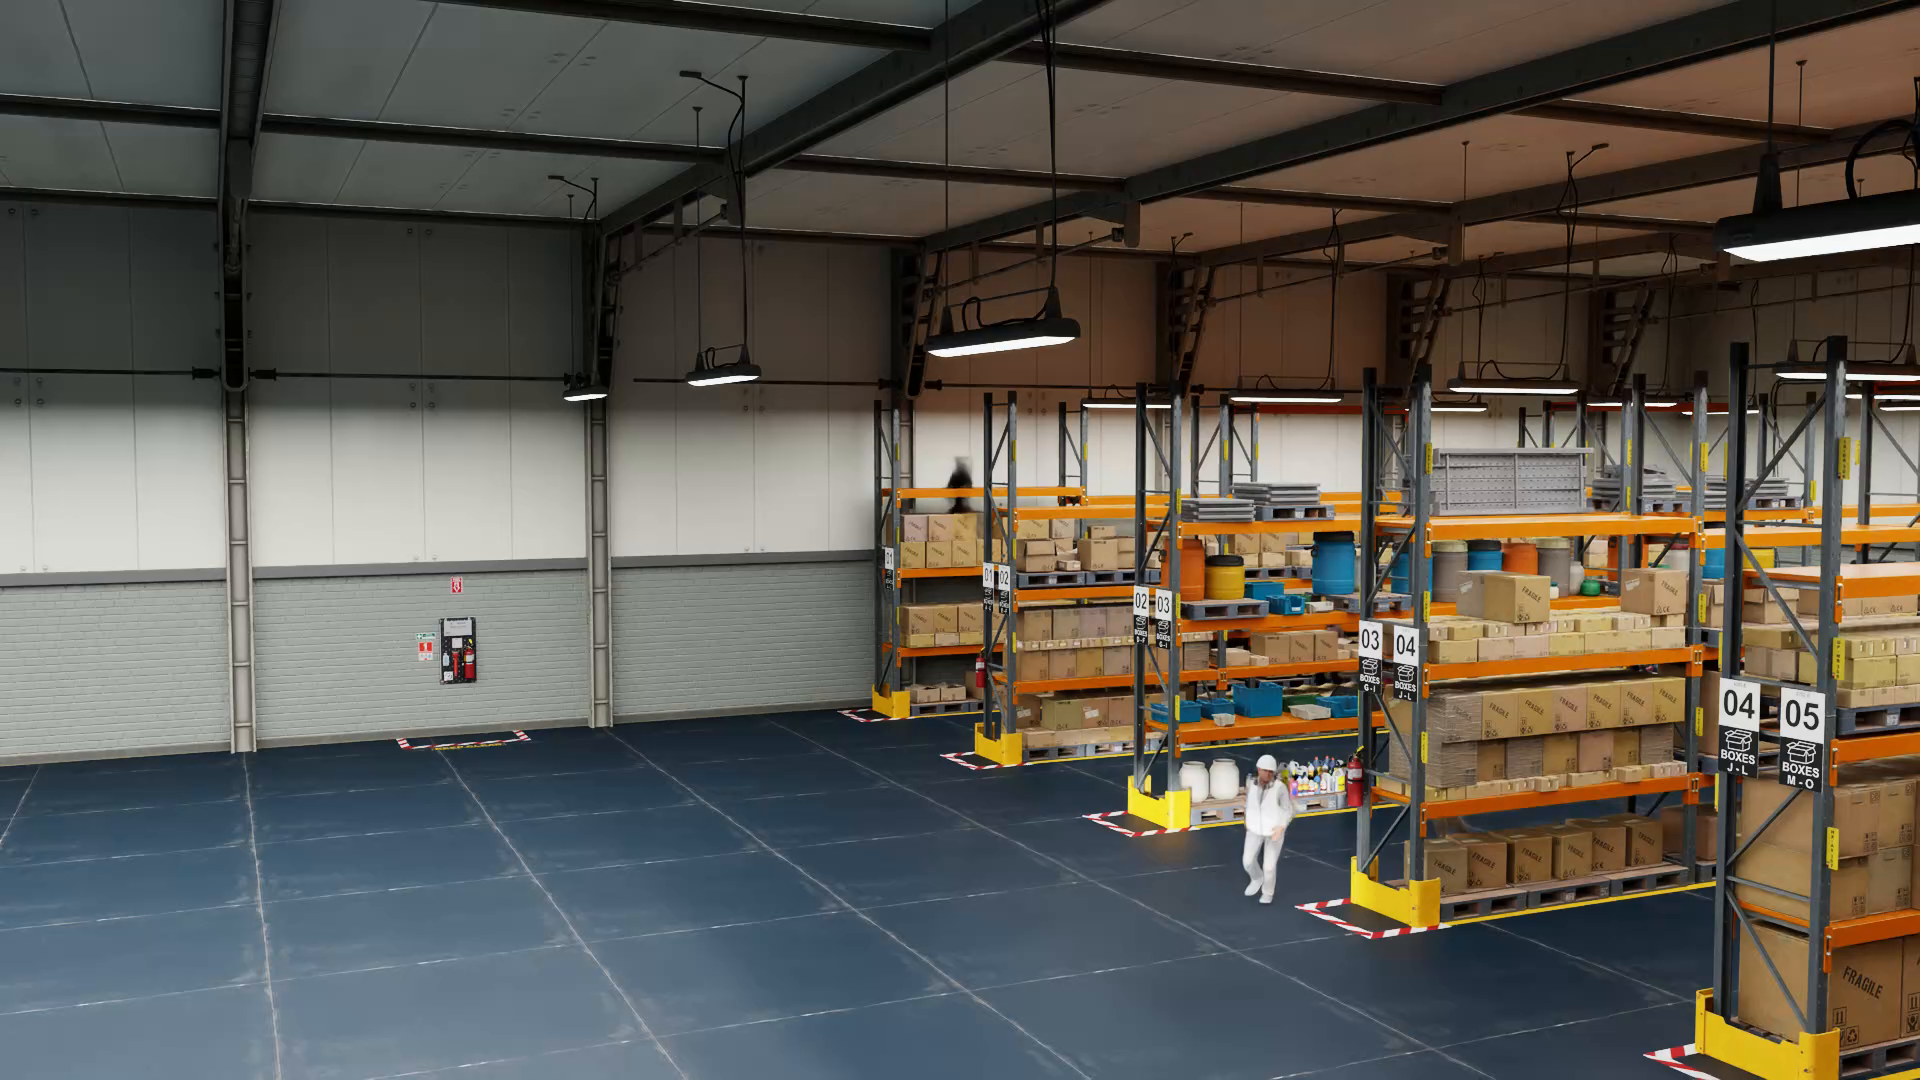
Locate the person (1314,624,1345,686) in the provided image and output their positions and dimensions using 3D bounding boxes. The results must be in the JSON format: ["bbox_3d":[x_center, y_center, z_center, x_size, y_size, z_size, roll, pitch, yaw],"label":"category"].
[{"bbox_3d":[7.397,2.440,33.340,0.743,1.593,0.669,-3,4,-38],"label":"person"}]

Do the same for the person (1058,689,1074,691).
[{"bbox_3d":[1.966,2.513,30.330,0.791,1.783,0.666,-2,4,-29],"label":"person"}]

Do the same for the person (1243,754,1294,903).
[{"bbox_3d":[3.389,3.218,18.451,0.662,1.713,0.785,2,4,27],"label":"person"}]

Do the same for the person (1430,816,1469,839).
[{"bbox_3d":[6.061,3.109,20.730,0.851,1.788,0.650,-1,3,-16],"label":"person"}]
